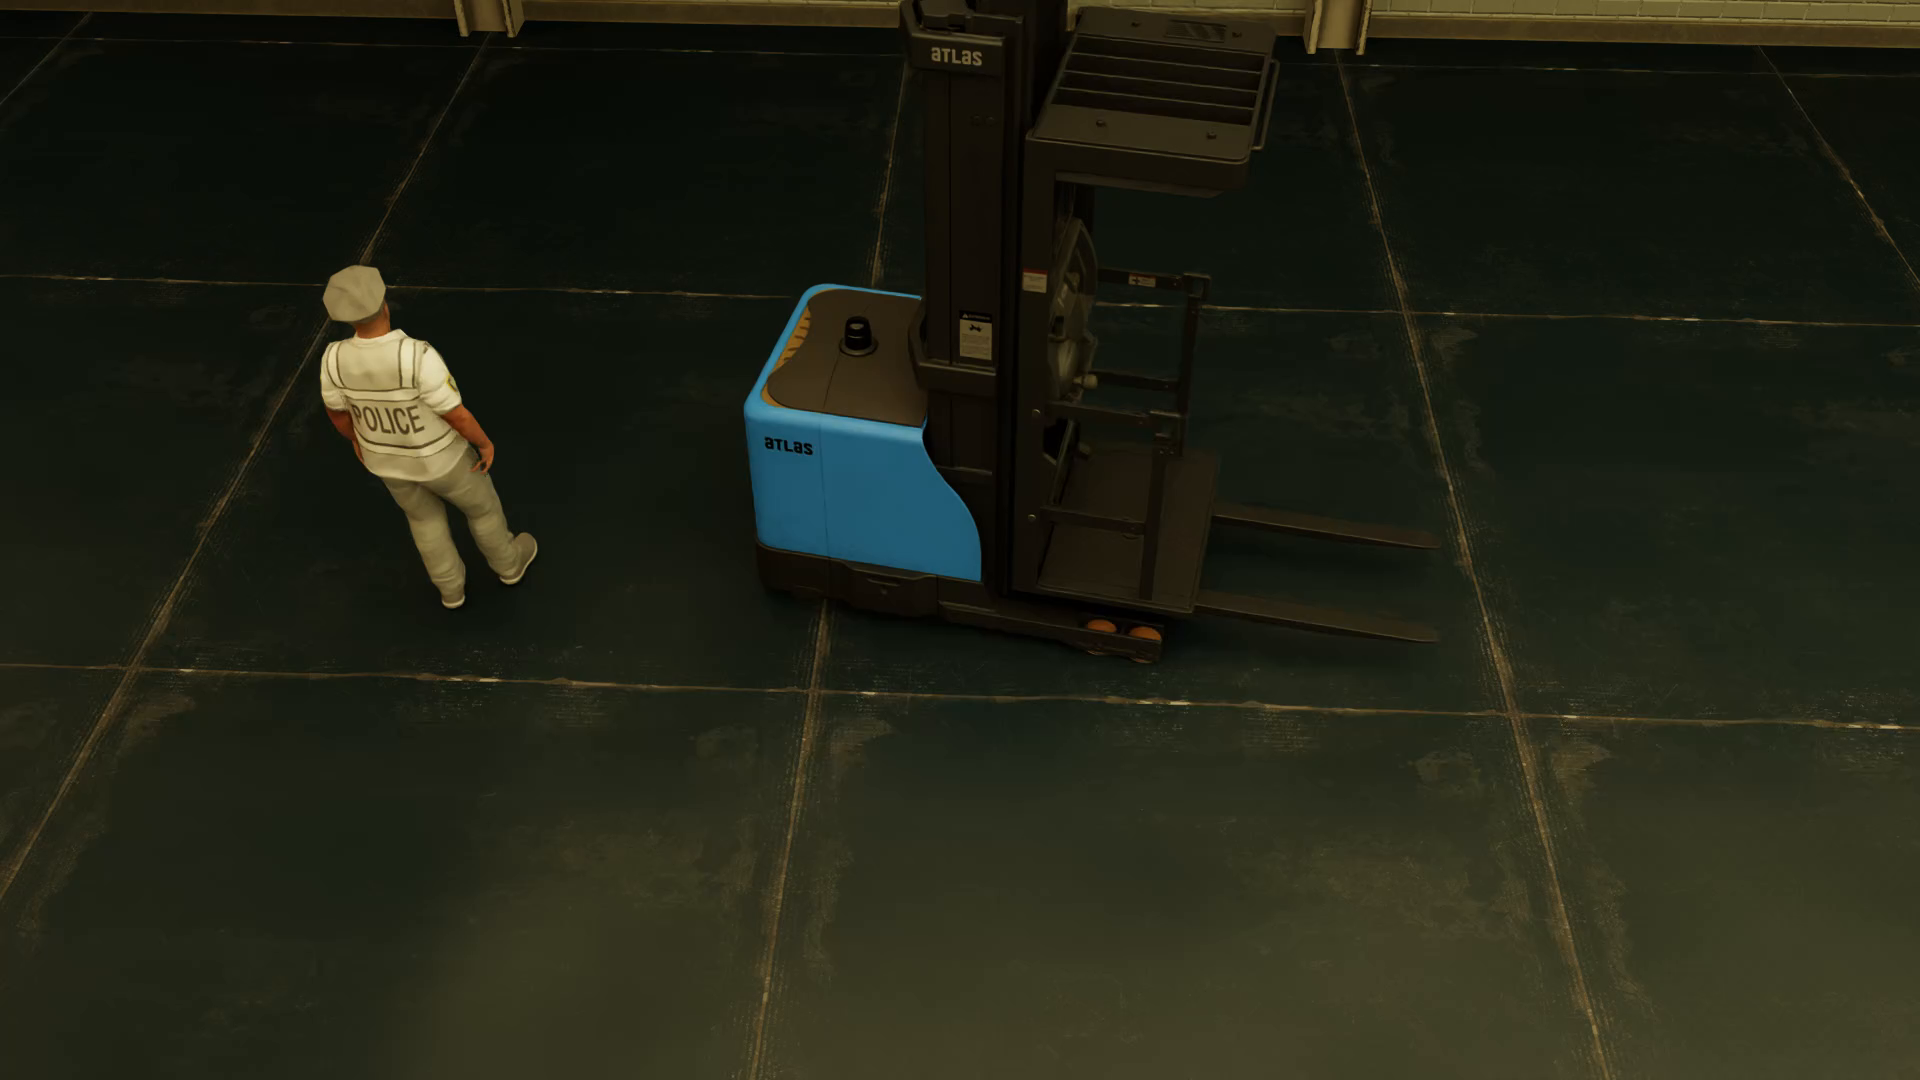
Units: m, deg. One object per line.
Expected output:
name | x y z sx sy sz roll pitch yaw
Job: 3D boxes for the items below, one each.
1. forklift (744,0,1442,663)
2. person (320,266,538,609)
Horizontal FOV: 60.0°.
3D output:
forklift | 0.648 -0.937 6.768 3.031 2.935 1.130 9 43 10
person | -2.284 -0.465 7.108 0.627 1.779 0.619 4 43 5
